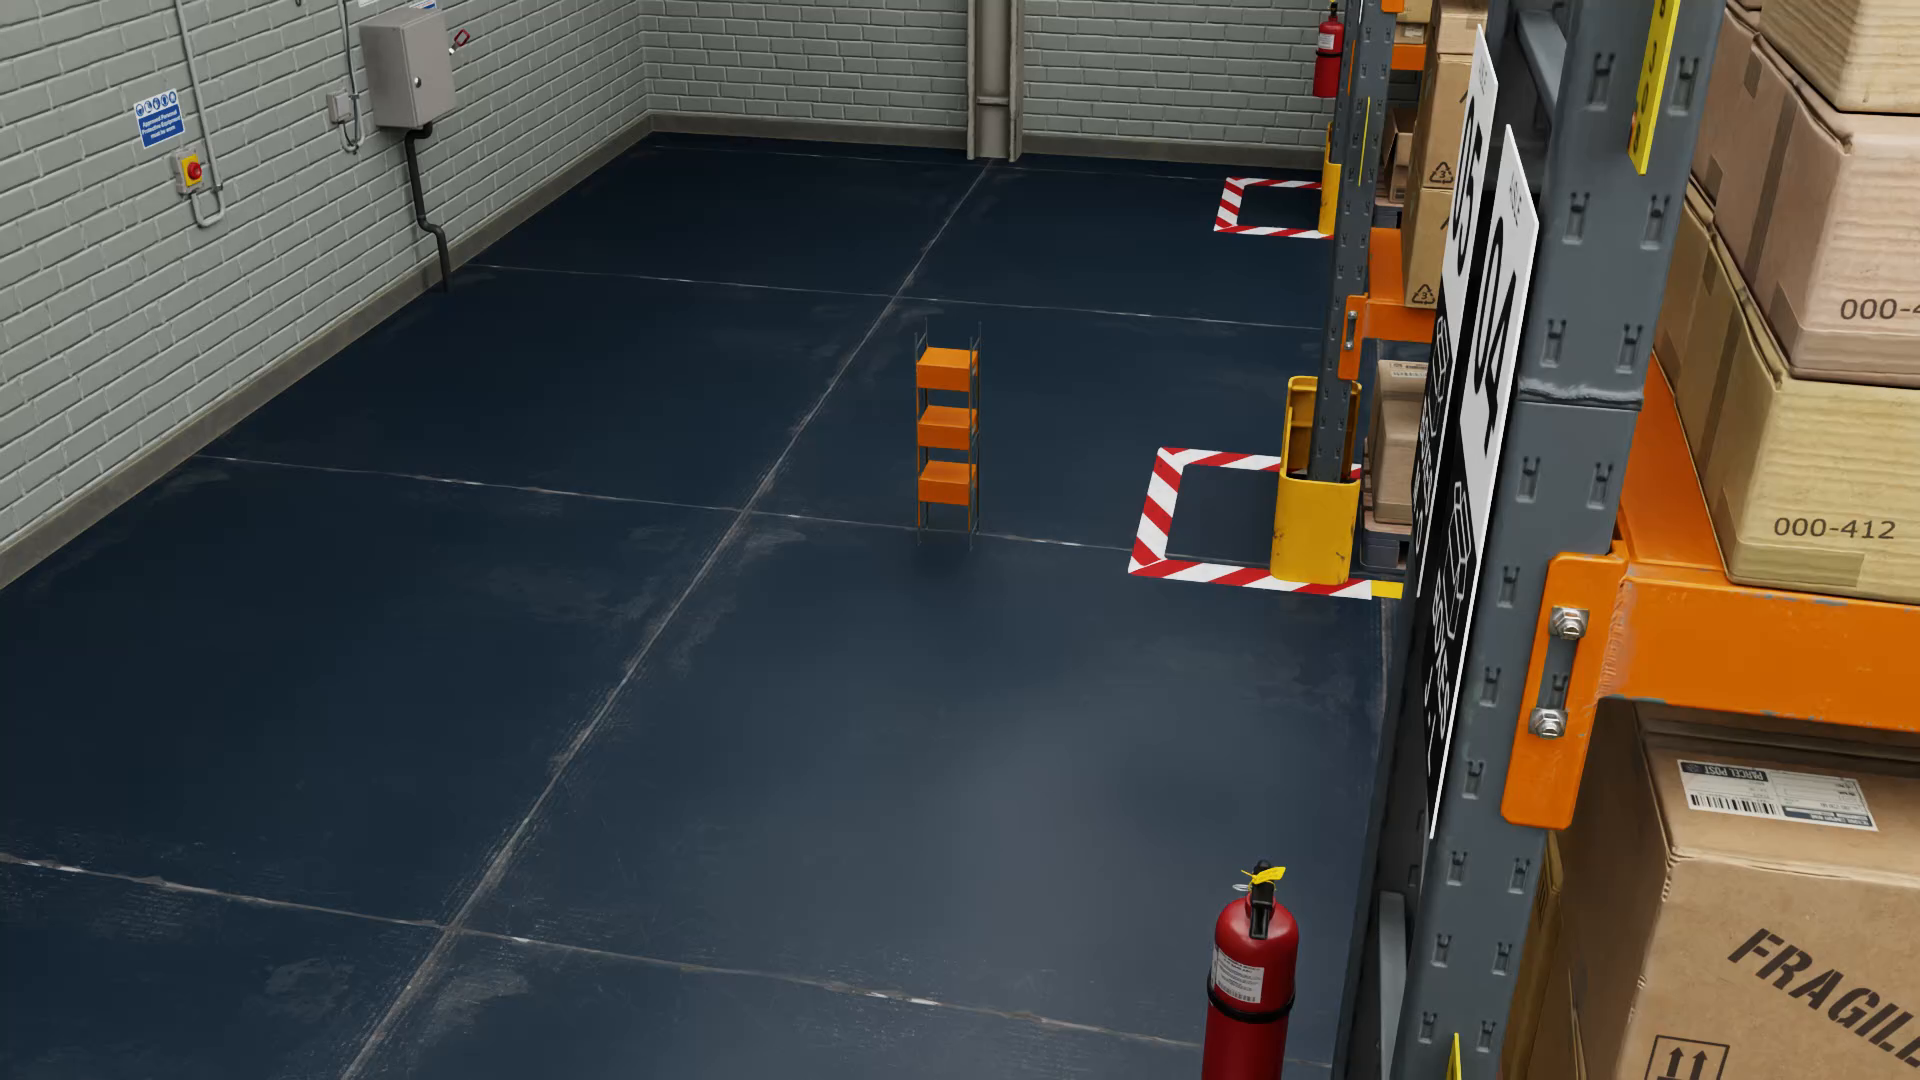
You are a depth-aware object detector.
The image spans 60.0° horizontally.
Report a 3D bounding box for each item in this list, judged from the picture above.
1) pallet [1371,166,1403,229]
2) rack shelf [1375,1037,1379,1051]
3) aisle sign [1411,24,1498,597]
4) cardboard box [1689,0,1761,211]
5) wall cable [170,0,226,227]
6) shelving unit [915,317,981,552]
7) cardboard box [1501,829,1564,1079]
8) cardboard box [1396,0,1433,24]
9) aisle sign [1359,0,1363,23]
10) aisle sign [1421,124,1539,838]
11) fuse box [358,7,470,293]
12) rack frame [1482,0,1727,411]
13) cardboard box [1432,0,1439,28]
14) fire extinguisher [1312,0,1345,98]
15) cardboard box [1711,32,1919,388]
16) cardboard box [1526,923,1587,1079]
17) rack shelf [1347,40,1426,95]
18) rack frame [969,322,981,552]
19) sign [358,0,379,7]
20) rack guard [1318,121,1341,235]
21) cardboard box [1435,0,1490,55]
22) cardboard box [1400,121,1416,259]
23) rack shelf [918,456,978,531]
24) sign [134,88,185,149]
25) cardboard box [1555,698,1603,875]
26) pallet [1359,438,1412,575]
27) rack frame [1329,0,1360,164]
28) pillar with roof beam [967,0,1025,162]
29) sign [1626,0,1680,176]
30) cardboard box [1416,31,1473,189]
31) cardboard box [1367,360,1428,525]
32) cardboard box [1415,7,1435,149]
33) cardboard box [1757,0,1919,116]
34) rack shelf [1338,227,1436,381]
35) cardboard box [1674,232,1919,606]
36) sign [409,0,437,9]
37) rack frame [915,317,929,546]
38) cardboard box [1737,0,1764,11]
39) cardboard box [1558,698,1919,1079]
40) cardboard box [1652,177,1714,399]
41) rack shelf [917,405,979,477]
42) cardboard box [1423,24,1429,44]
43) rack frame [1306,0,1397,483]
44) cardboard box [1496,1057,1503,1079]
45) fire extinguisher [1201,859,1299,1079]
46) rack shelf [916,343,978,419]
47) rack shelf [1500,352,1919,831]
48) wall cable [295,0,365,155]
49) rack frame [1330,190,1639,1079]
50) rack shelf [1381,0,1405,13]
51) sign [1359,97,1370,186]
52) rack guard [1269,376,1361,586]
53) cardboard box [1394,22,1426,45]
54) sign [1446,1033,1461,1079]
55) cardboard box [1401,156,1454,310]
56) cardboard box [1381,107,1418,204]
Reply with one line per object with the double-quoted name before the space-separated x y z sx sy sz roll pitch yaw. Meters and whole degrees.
"pallet" 3.582 -2.417 11.945 1.213 0.211 1.003 6 29 11
"rack shelf" 2.716 1.455 2.717 4.000 0.370 1.077 6 29 11
"aisle sign" 0.751 -0.349 2.558 0.004 0.787 0.394 6 29 11
"cardboard box" 1.263 -0.603 2.241 0.500 0.250 0.500 5 29 9
"wall cable" -3.825 -2.410 7.937 0.123 1.953 0.585 6 29 11
"shelving unit" -0.052 -0.466 7.508 0.252 1.050 0.215 6 29 11
"cardboard box" 1.253 0.689 2.954 0.500 0.500 0.500 6 29 12
"cardboard box" 3.115 -3.620 11.085 0.500 0.250 0.500 6 29 11
"aisle sign" 1.564 -2.407 6.316 0.004 0.787 0.394 6 29 11
"aisle sign" 0.626 -0.068 2.043 0.004 0.787 0.394 6 29 11
"fuse box" -3.243 -2.357 10.273 0.414 1.711 0.539 6 29 11
"rack frame" 0.760 -1.692 1.470 0.127 3.000 1.000 6 29 11
"cardboard box" 2.088 -2.221 6.862 0.250 0.149 0.380 6 29 11
"fire extinguisher" 2.487 -3.327 11.173 0.183 0.674 0.296 6 29 11
"cardboard box" 1.145 -0.363 1.802 0.500 0.250 0.500 6 29 11
"cardboard box" 1.141 0.940 2.496 0.500 0.500 0.500 7 30 13
"rack shelf" 4.684 -3.211 11.241 4.000 0.370 1.077 6 29 11
"rack frame" 0.067 -0.454 7.485 0.008 1.050 0.200 6 29 11
"sign" -3.457 -3.279 9.756 0.001 0.242 0.339 6 29 11
"rack guard" 2.802 -2.623 12.021 0.348 0.500 1.175 6 29 11
"cardboard box" 1.984 -1.997 6.453 0.250 0.149 0.380 6 29 12
"cardboard box" 2.222 -1.515 7.290 0.500 0.500 0.500 6 29 11
"rack shelf" -0.052 -0.213 7.646 0.240 0.259 0.215 6 29 11
"sign" -3.894 -2.052 8.093 0.001 0.218 0.327 6 29 11
"cardboard box" 1.259 0.255 2.705 0.500 0.500 0.500 5 29 10
"pallet" 2.493 -0.129 7.766 1.213 0.211 1.003 6 29 11
"rack frame" 2.728 -3.727 11.434 0.127 3.000 1.000 6 29 11
"pillar with roof beam" -0.620 -5.031 7.568 0.400 9.000 9.100 6 29 11
"sign" 0.647 -0.505 1.515 0.005 0.325 0.100 6 29 11
"cardboard box" 2.105 -1.696 6.579 0.500 0.500 0.500 5 29 9
"cardboard box" 2.361 -0.437 7.655 0.875 0.438 0.875 5 29 9
"cardboard box" 2.216 -1.942 7.028 0.500 0.500 0.500 7 29 12
"cardboard box" 1.029 -0.566 1.756 0.250 0.149 0.380 6 29 10
"rack shelf" 3.651 -0.880 6.982 4.000 0.370 1.077 6 29 11
"cardboard box" 1.146 -0.146 1.925 0.500 0.250 0.500 7 29 12
"sign" -3.343 -3.133 10.448 0.001 0.494 0.329 6 29 11
"rack frame" -0.172 -0.478 7.530 0.008 1.050 0.200 6 29 11
"cardboard box" 1.146 -0.810 2.202 0.250 0.149 0.380 6 29 10
"cardboard box" 1.143 0.496 2.266 0.500 0.500 0.500 6 29 10
"cardboard box" 1.260 -0.389 2.370 0.500 0.250 0.500 5 29 9
"rack shelf" -0.052 -0.457 7.513 0.240 0.259 0.215 6 29 11
"cardboard box" 3.250 -3.451 11.192 0.250 0.149 0.380 7 29 12
"rack frame" 1.695 -1.396 7.176 0.127 3.000 1.000 6 29 11
"cardboard box" 1.138 0.949 3.154 0.250 0.149 0.380 6 29 11
"fire extinguisher" 0.610 0.895 3.461 0.183 0.674 0.296 6 29 11
"rack shelf" -0.052 -0.705 7.377 0.240 0.259 0.215 6 29 11
"rack shelf" 2.716 0.139 1.997 4.000 0.370 1.077 6 29 11
"wall cable" -3.540 -3.063 9.163 0.122 1.984 0.588 6 29 11
"rack frame" 0.760 0.939 2.911 0.127 3.000 1.000 6 29 11
"rack shelf" 3.651 -2.195 6.262 4.000 0.370 1.077 6 29 11
"sign" 1.573 -1.550 6.474 0.005 0.325 0.100 6 29 11
"rack guard" 1.671 -0.302 7.780 0.348 0.500 1.175 6 29 11
"cardboard box" 2.992 -3.455 11.199 0.250 0.149 0.380 6 29 10
"sign" 0.647 0.814 2.238 0.005 0.325 0.100 6 29 11
"cardboard box" 2.104 -1.257 6.818 0.500 0.500 0.500 6 29 10
"cardboard box" 3.306 -2.711 11.740 0.637 0.503 0.797 5 29 9
